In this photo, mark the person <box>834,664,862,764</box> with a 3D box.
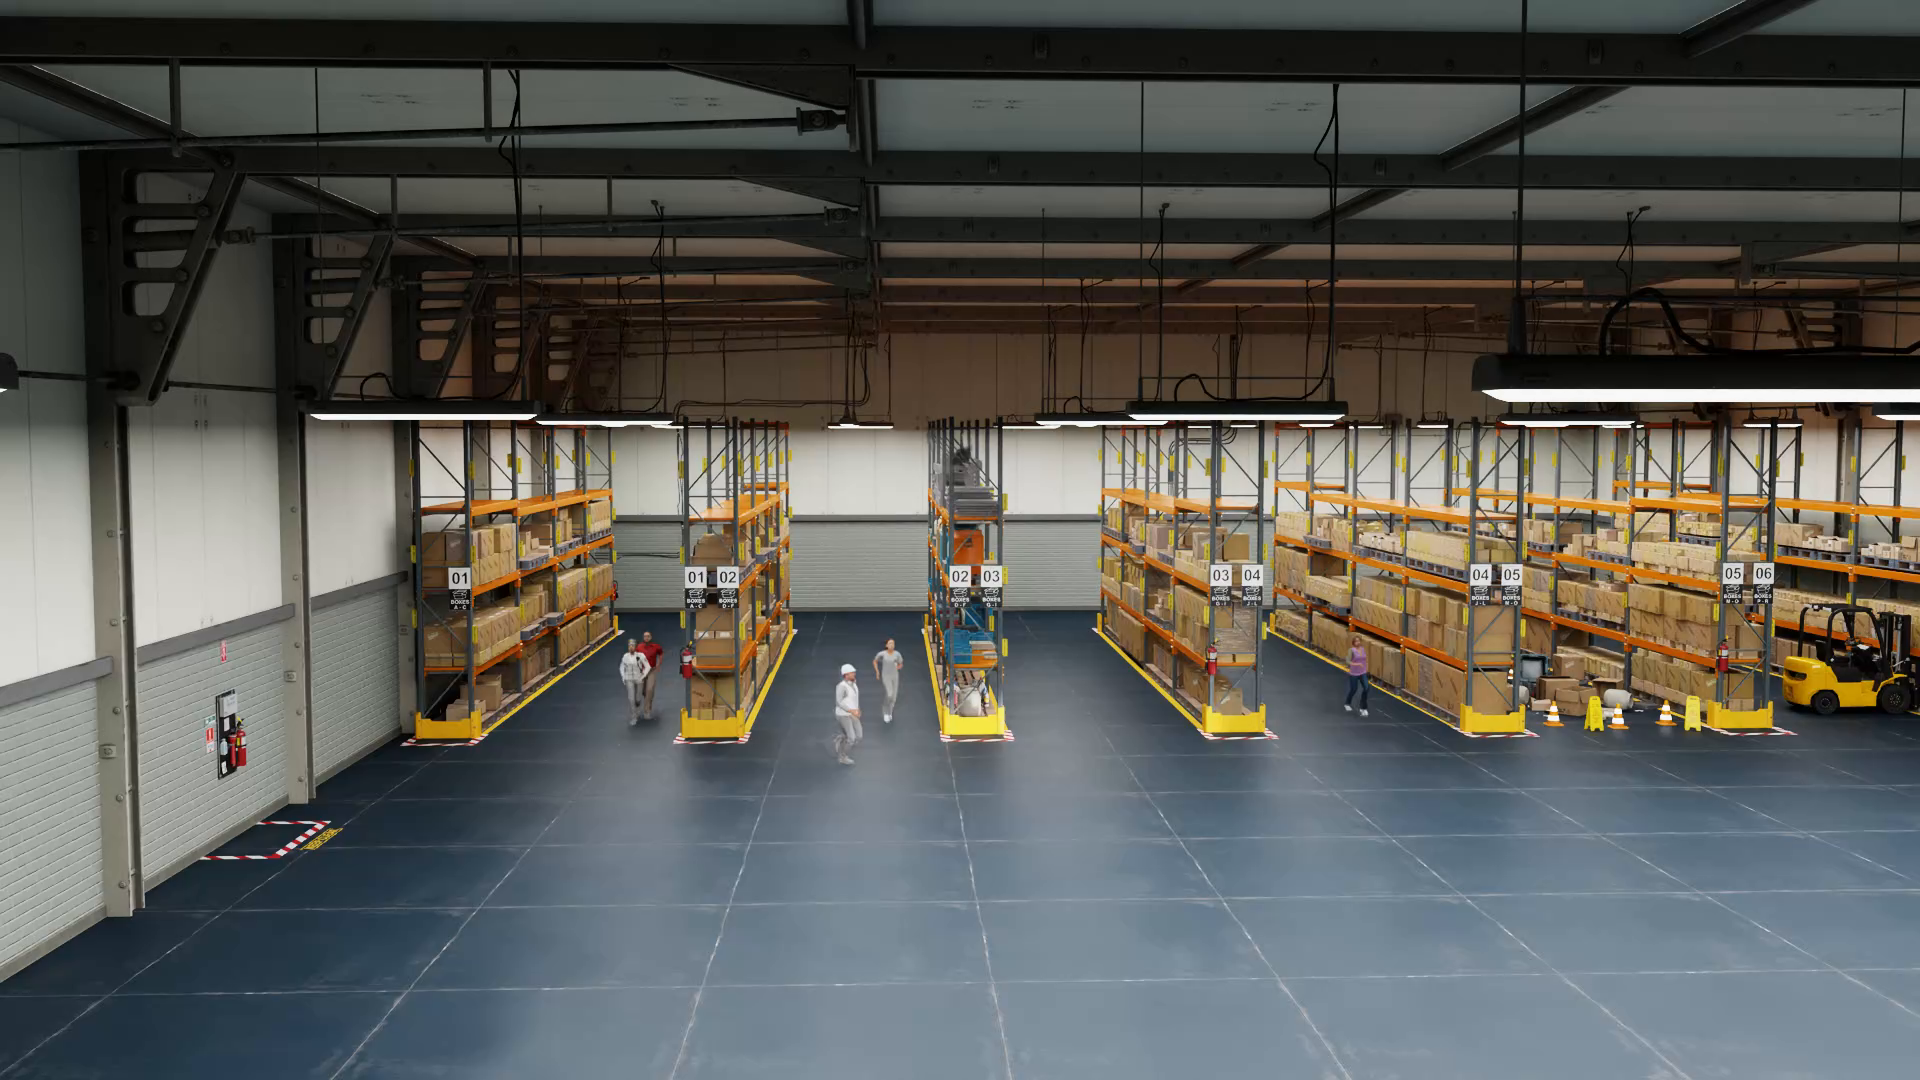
[{"bbox_3d":[-1.948,2.998,28.693,0.619,1.723,0.647,2,4,23],"label":"person"}]

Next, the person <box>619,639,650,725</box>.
[{"bbox_3d":[-6.404,2.766,32.727,0.615,1.677,0.566,0,4,-2],"label":"person"}]

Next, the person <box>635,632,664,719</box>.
[{"bbox_3d":[-6.324,2.709,33.582,0.639,1.727,1.057,0,4,-1],"label":"person"}]

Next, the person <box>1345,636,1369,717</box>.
[{"bbox_3d":[8.031,2.741,33.622,0.541,1.625,0.732,-1,4,-12],"label":"person"}]

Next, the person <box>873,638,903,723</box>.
[{"bbox_3d":[-1.381,2.756,32.692,0.535,1.666,0.685,-2,4,-23],"label":"person"}]
